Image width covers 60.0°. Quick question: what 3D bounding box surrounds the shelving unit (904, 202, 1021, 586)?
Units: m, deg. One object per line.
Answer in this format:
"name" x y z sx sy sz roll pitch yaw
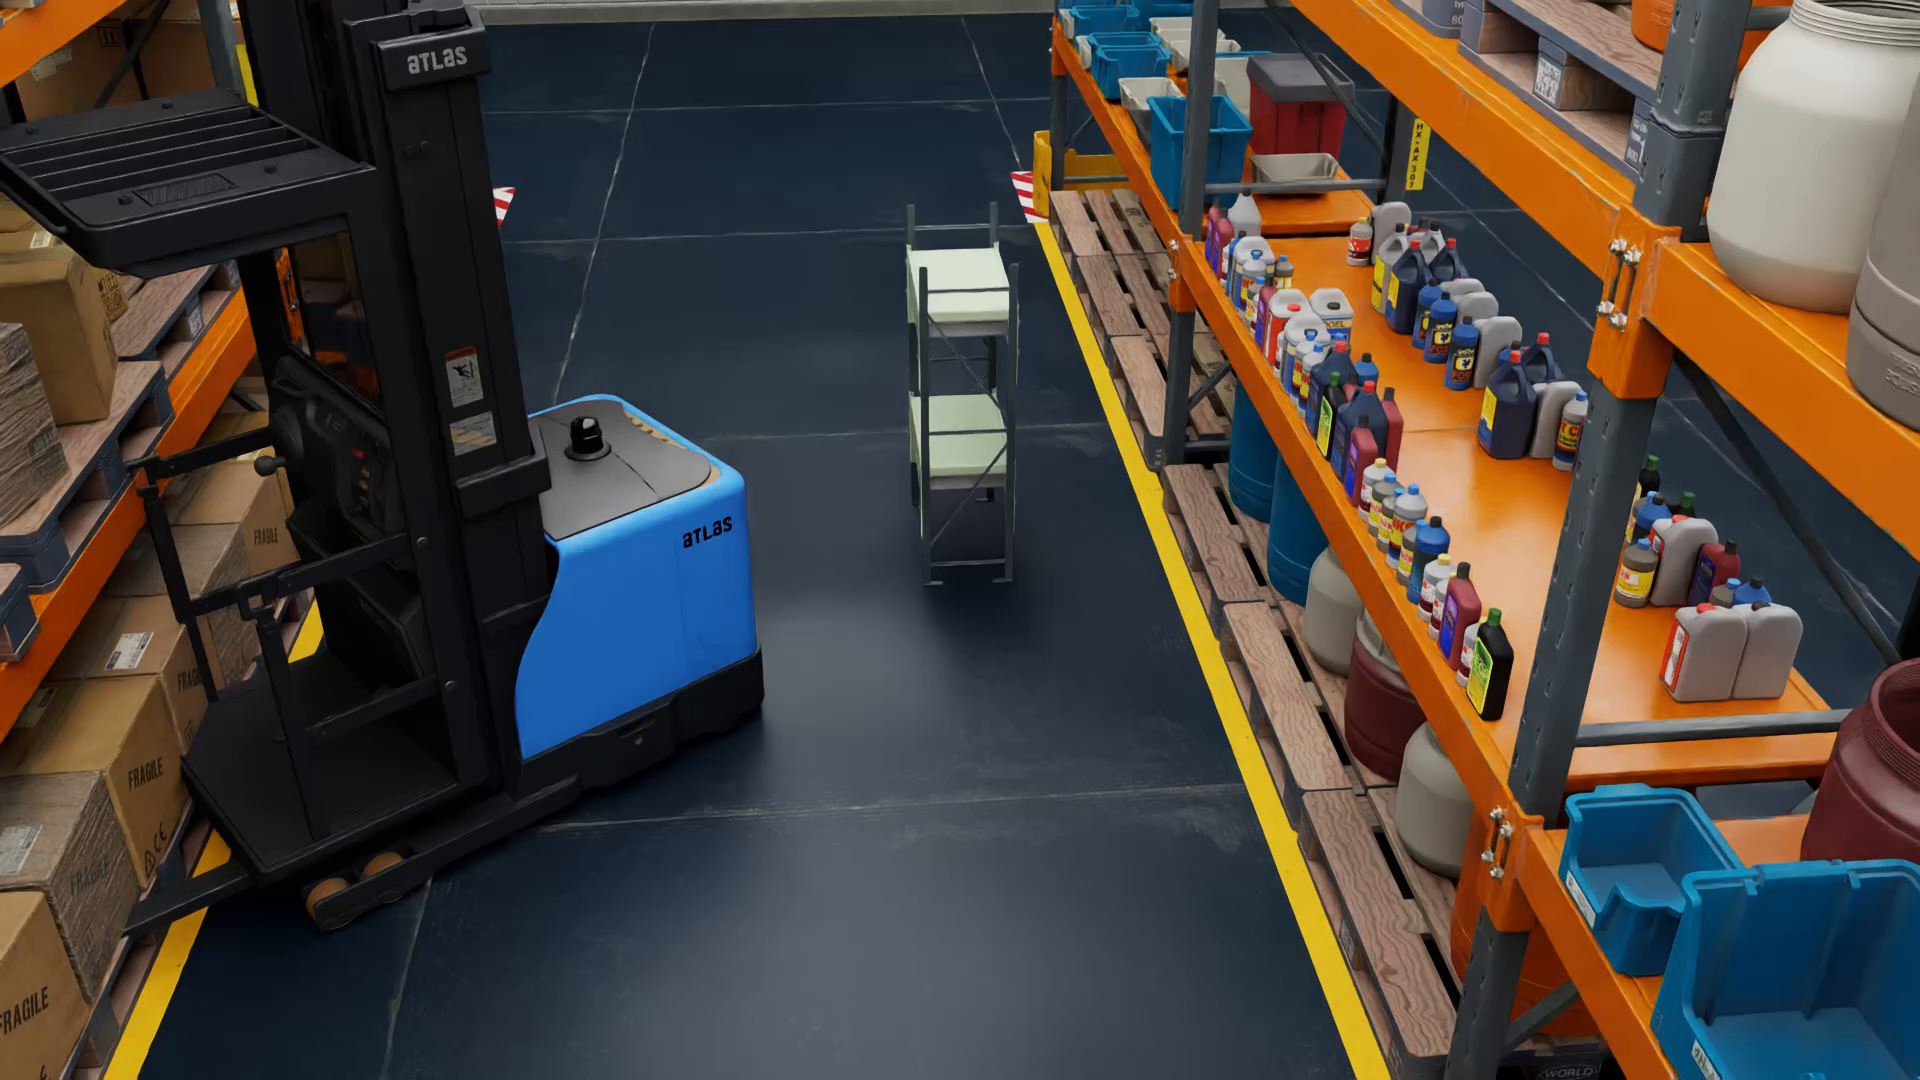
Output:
"shelving unit" 0.001 -0.640 7.360 0.431 1.500 0.755 -3 31 -5

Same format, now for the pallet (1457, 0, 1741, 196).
"pallet" 1.893 -1.140 3.992 1.003 0.211 1.213 -3 31 -5

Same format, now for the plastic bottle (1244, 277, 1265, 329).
"plastic bottle" 1.184 -0.943 6.598 0.097 0.201 0.097 0 31 0

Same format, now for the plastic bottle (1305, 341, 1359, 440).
"plastic bottle" 1.295 -0.532 5.764 0.144 0.351 0.185 -3 31 -5

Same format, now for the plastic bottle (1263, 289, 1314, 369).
"plastic bottle" 1.244 -0.800 6.284 0.152 0.276 0.135 -3 31 -5

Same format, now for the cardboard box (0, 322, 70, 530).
"cardboard box" -3.131 -0.318 4.850 0.700 0.500 0.500 3 31 5

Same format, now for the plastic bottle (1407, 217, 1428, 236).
"plastic bottle" 1.919 -1.228 6.995 0.061 0.283 0.133 -3 31 -5

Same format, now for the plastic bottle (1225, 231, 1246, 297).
"plastic bottle" 1.154 -1.141 6.861 0.097 0.271 0.097 0 31 0

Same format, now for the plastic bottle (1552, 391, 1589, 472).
"plastic bottle" 2.057 -0.369 5.568 0.097 0.271 0.097 0 31 0

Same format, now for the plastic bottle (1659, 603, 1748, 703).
"plastic bottle" 1.997 0.286 4.467 0.152 0.276 0.135 -3 31 -5

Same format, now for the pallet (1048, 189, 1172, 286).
"pallet" 1.158 -2.002 10.896 1.003 0.211 1.213 -3 31 -5

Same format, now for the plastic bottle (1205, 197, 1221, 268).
"plastic bottle" 1.103 -1.322 7.152 0.061 0.283 0.133 -3 31 -5

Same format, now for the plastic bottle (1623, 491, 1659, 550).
"plastic bottle" 2.109 -0.054 5.109 0.097 0.201 0.097 0 31 0

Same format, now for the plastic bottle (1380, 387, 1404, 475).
"plastic bottle" 1.424 -0.359 5.539 0.061 0.283 0.133 -3 31 -5

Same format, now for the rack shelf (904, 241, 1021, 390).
"rack shelf" 0.001 -0.976 7.160 0.431 0.370 0.720 -3 31 -5

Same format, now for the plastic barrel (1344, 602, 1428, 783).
"plastic barrel" 1.699 0.492 5.944 0.600 0.588 0.708 -3 31 -5

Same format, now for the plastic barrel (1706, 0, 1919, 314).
"plastic barrel" 1.591 -0.700 2.963 0.421 0.512 0.421 0 31 0

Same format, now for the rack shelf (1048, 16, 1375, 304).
"rack shelf" 1.307 -2.292 9.364 1.077 0.370 4.000 -3 31 -5

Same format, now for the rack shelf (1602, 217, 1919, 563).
"rack shelf" 2.054 0.504 1.757 1.077 0.370 4.000 -3 31 -5

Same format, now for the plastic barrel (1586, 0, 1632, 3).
"plastic barrel" 1.621 -1.487 4.114 0.301 0.262 0.301 0 31 0

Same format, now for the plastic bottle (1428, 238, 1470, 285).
"plastic bottle" 1.922 -1.011 6.565 0.144 0.351 0.185 -3 31 -5

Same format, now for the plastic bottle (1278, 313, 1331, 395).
"plastic bottle" 1.266 -0.681 6.086 0.152 0.276 0.135 -3 31 -5

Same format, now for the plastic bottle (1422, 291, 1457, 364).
"plastic bottle" 1.824 -0.811 6.308 0.097 0.271 0.097 0 31 0

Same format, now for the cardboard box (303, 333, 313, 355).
"cardboard box" -3.353 -0.983 8.804 0.380 0.166 0.250 -3 31 -5

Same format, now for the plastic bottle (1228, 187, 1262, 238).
"plastic bottle" 1.207 -1.343 7.121 0.144 0.351 0.185 -3 31 -5

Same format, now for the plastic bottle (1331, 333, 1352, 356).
"plastic bottle" 1.388 -0.665 6.131 0.097 0.201 0.097 0 31 0

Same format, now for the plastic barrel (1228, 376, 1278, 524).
"plastic barrel" 1.527 -0.581 7.434 0.600 0.901 0.708 -3 31 -5

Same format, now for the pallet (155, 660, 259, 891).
"pallet" -3.208 0.890 6.054 1.003 0.211 1.213 -3 31 -5

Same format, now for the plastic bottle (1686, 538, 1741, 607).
"plastic bottle" 2.163 0.106 4.761 0.061 0.283 0.133 -3 31 -5

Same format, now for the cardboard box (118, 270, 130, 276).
"cardboard box" -3.617 -1.315 6.520 0.700 0.500 0.500 -13 33 -21

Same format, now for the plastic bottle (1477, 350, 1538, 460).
"plastic bottle" 1.869 -0.467 5.655 0.144 0.351 0.185 -3 31 -5

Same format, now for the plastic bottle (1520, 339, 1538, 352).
"plastic bottle" 2.035 -0.597 5.938 0.061 0.283 0.133 -3 31 -5

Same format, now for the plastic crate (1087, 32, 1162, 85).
"plastic crate" 0.938 -2.762 9.554 0.416 0.233 0.300 -3 31 -5

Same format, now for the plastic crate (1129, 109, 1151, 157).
"plastic crate" 1.121 -2.046 8.461 0.437 0.125 0.590 -3 31 -5

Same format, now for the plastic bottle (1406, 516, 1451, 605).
"plastic bottle" 1.372 0.054 4.859 0.097 0.271 0.097 0 31 0

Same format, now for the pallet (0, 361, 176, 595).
"pallet" -3.251 -0.213 5.368 1.003 0.211 1.213 -3 31 -5

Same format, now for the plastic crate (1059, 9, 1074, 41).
"plastic crate" 0.763 -3.225 10.423 0.250 0.136 0.298 -3 31 -5

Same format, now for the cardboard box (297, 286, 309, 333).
"cardboard box" -3.619 -1.421 9.209 0.797 0.503 0.637 -3 31 -5

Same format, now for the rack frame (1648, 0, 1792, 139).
"rack frame" 1.867 -2.113 2.513 1.000 3.000 0.127 -3 31 -5

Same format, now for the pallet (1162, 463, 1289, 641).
"pallet" 1.524 0.013 7.522 1.003 0.211 1.213 -3 31 -5

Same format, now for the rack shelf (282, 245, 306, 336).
"rack shelf" -3.625 -2.057 8.970 1.077 0.370 4.000 -3 31 -5

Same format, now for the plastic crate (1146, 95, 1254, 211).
"plastic crate" 1.110 -1.821 7.831 0.392 0.384 0.575 -3 31 -5

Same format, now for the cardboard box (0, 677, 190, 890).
"cardboard box" -2.919 0.812 5.473 0.500 0.500 0.500 -3 31 -5

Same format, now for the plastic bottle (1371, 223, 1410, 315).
"plastic bottle" 1.762 -1.098 6.712 0.144 0.351 0.185 -3 31 -5

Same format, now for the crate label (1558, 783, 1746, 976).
"crate label" 1.533 0.767 3.704 0.303 0.233 0.416 -3 31 -5

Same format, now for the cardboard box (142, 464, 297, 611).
"cardboard box" -3.069 0.031 6.782 0.500 0.500 0.500 -3 31 -4

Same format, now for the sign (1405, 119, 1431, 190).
"sign" 2.041 -1.724 7.442 0.100 0.325 0.005 -3 31 -5

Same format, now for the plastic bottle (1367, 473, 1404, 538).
"plastic bottle" 1.336 -0.114 5.210 0.097 0.201 0.097 0 31 0

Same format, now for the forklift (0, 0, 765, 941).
"forklift" -2.212 -0.261 5.328 3.031 2.935 1.130 -24 39 -35

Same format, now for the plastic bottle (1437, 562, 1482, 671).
"plastic bottle" 1.383 0.208 4.590 0.061 0.283 0.133 -3 31 -5

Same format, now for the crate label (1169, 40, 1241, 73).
"crate label" 1.439 -2.837 9.774 0.396 0.136 0.243 -3 31 -5

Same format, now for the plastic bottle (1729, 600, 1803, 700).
"plastic bottle" 2.149 0.279 4.479 0.152 0.276 0.135 -3 31 -5
